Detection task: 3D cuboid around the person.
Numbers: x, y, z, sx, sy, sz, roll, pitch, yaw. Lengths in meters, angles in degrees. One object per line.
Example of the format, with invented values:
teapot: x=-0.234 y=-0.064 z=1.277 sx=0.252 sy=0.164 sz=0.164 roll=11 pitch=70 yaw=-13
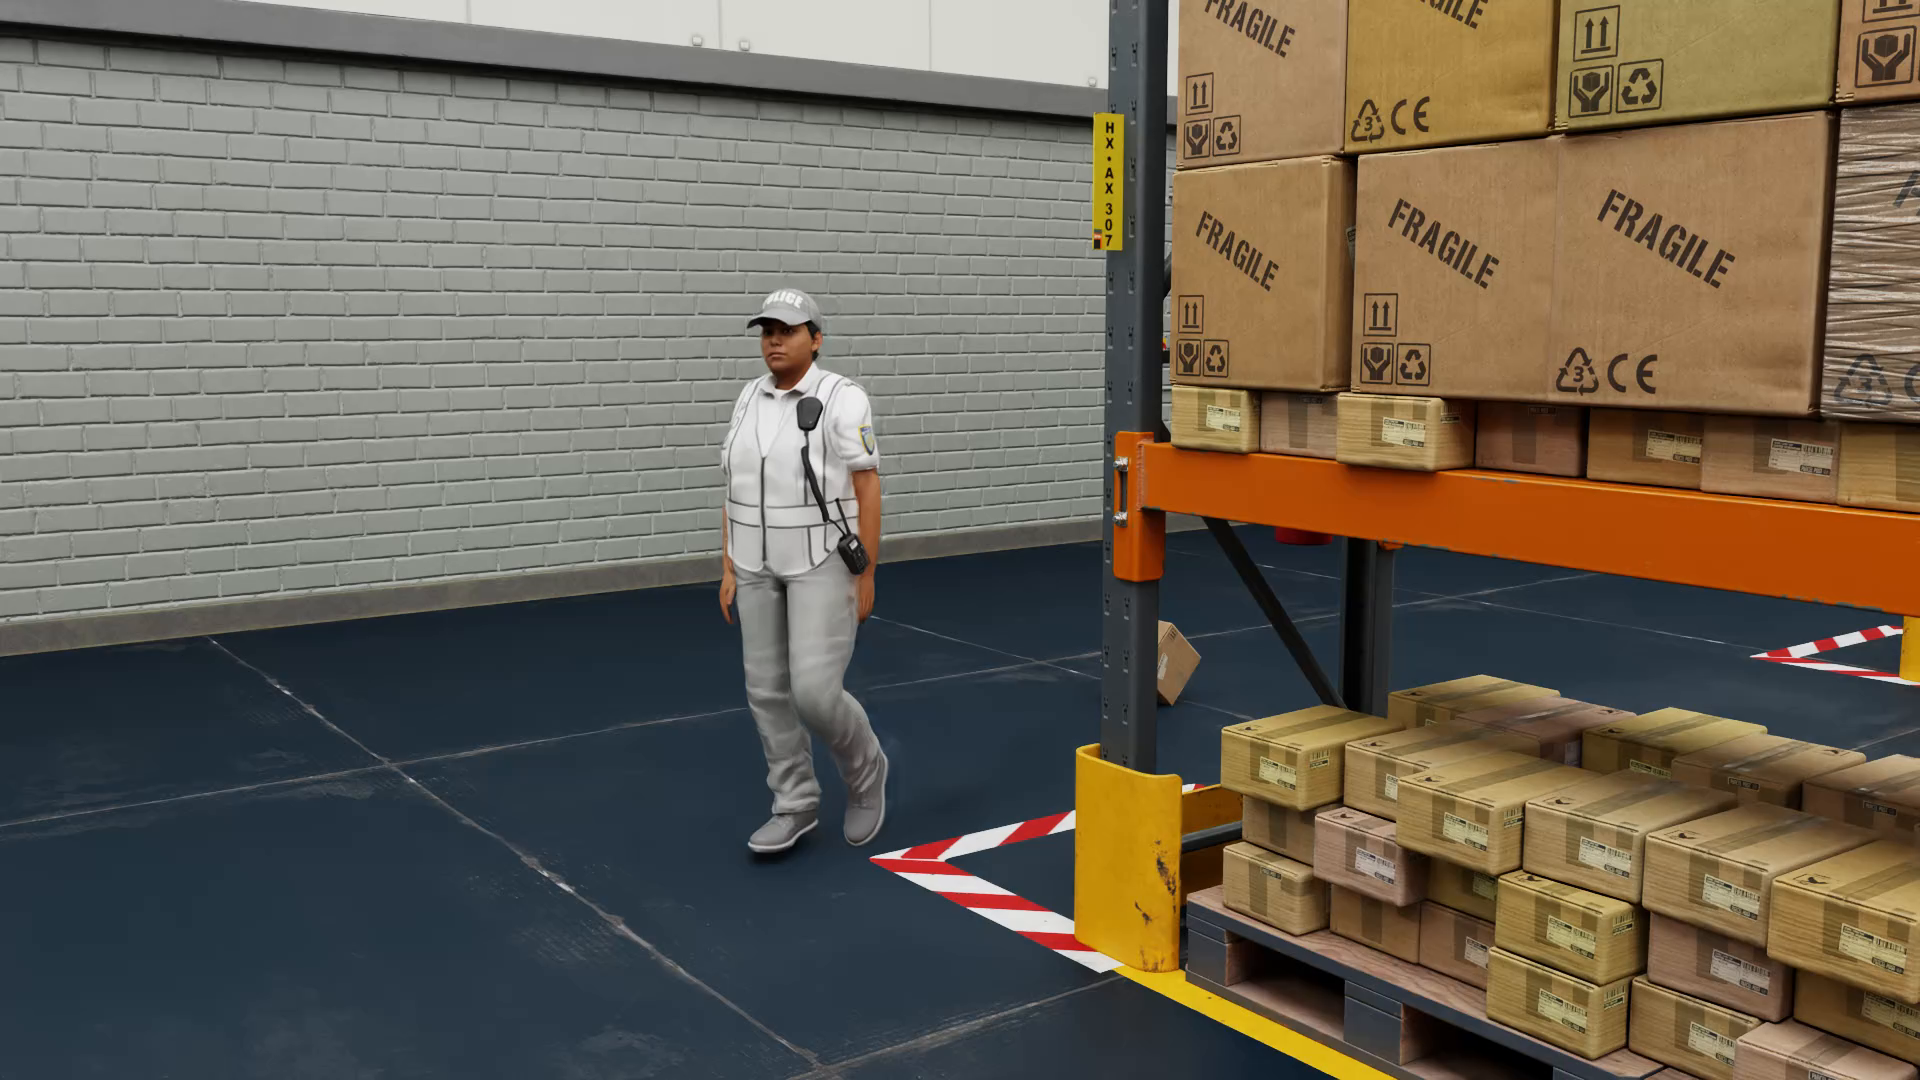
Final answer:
person: x=-0.477 y=0.100 z=4.910 sx=0.487 sy=1.667 sz=0.462 roll=4 pitch=9 yaw=28
